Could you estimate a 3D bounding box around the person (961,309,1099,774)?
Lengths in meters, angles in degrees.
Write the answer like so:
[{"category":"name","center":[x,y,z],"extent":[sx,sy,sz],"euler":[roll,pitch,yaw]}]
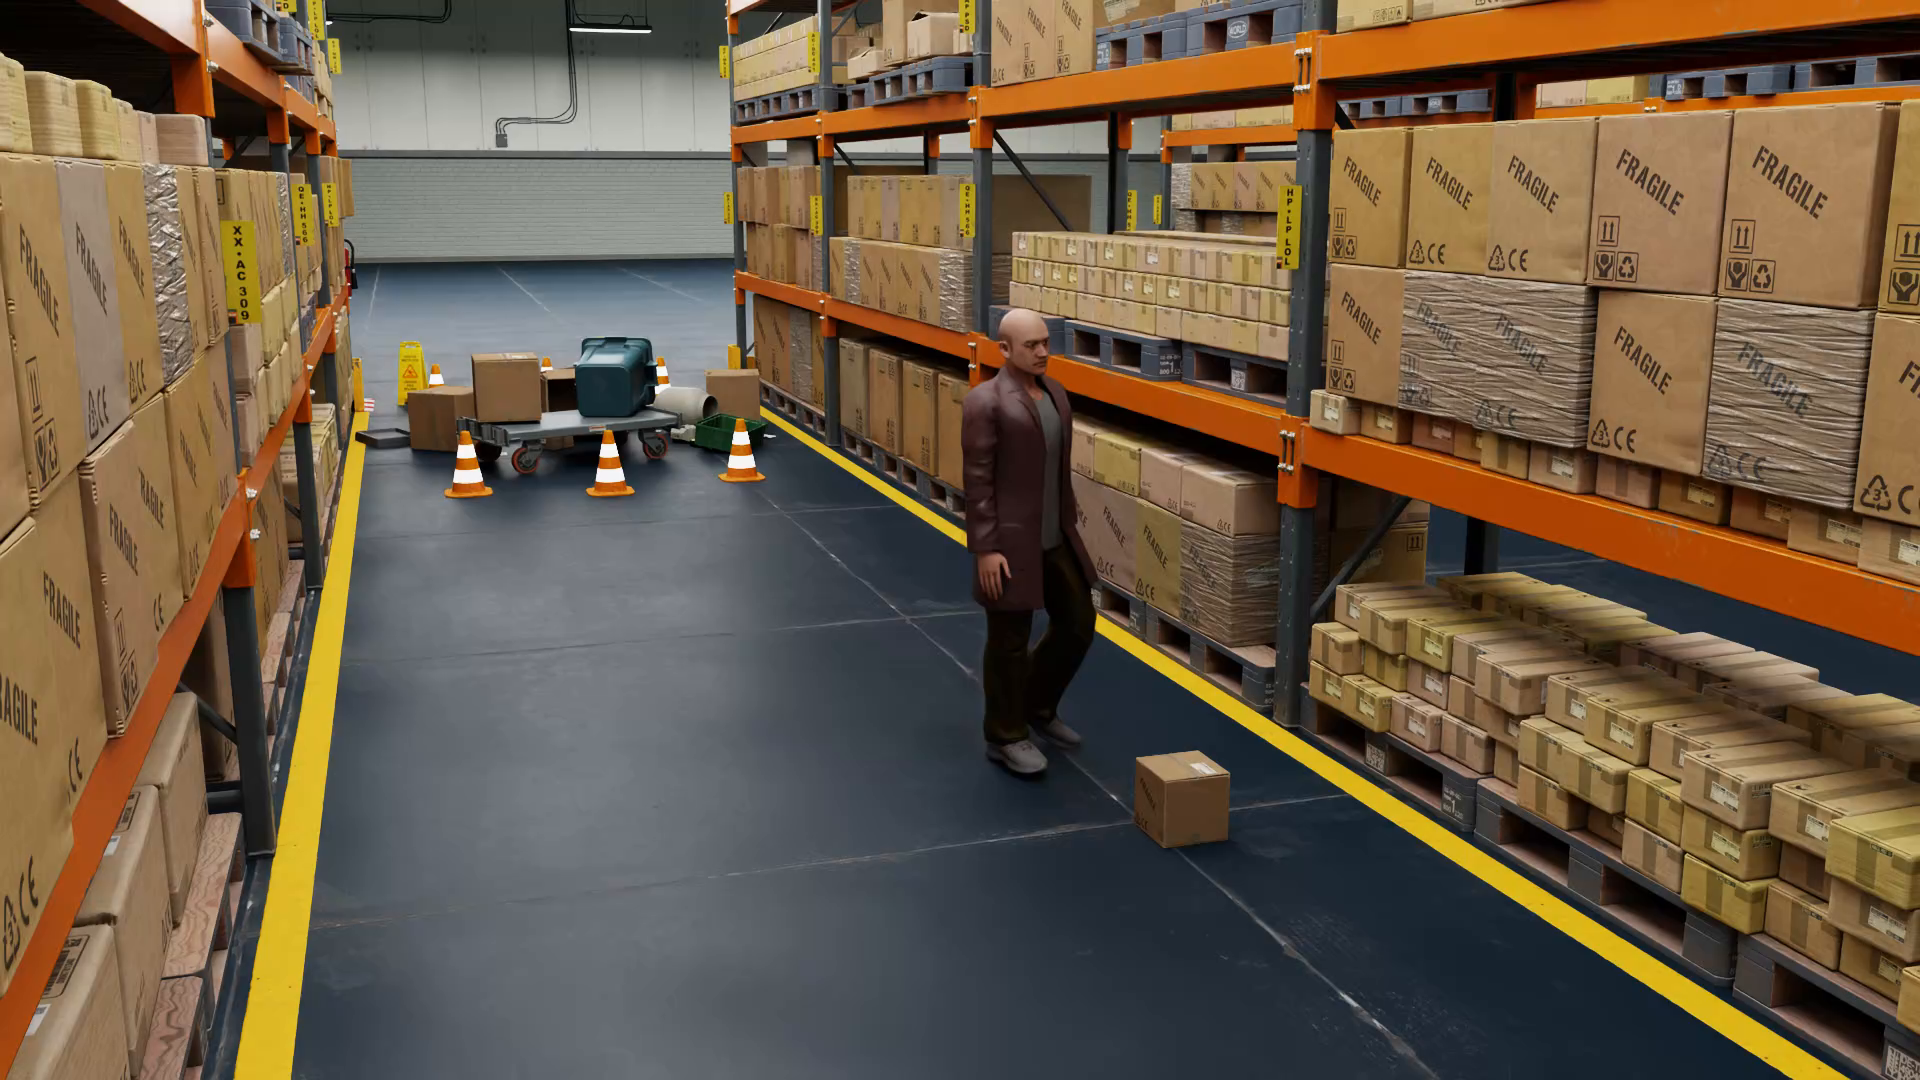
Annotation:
[{"category":"person","center":[0.252,0.008,6.408],"extent":[0.469,1.793,0.645],"euler":[12,17,43]}]
